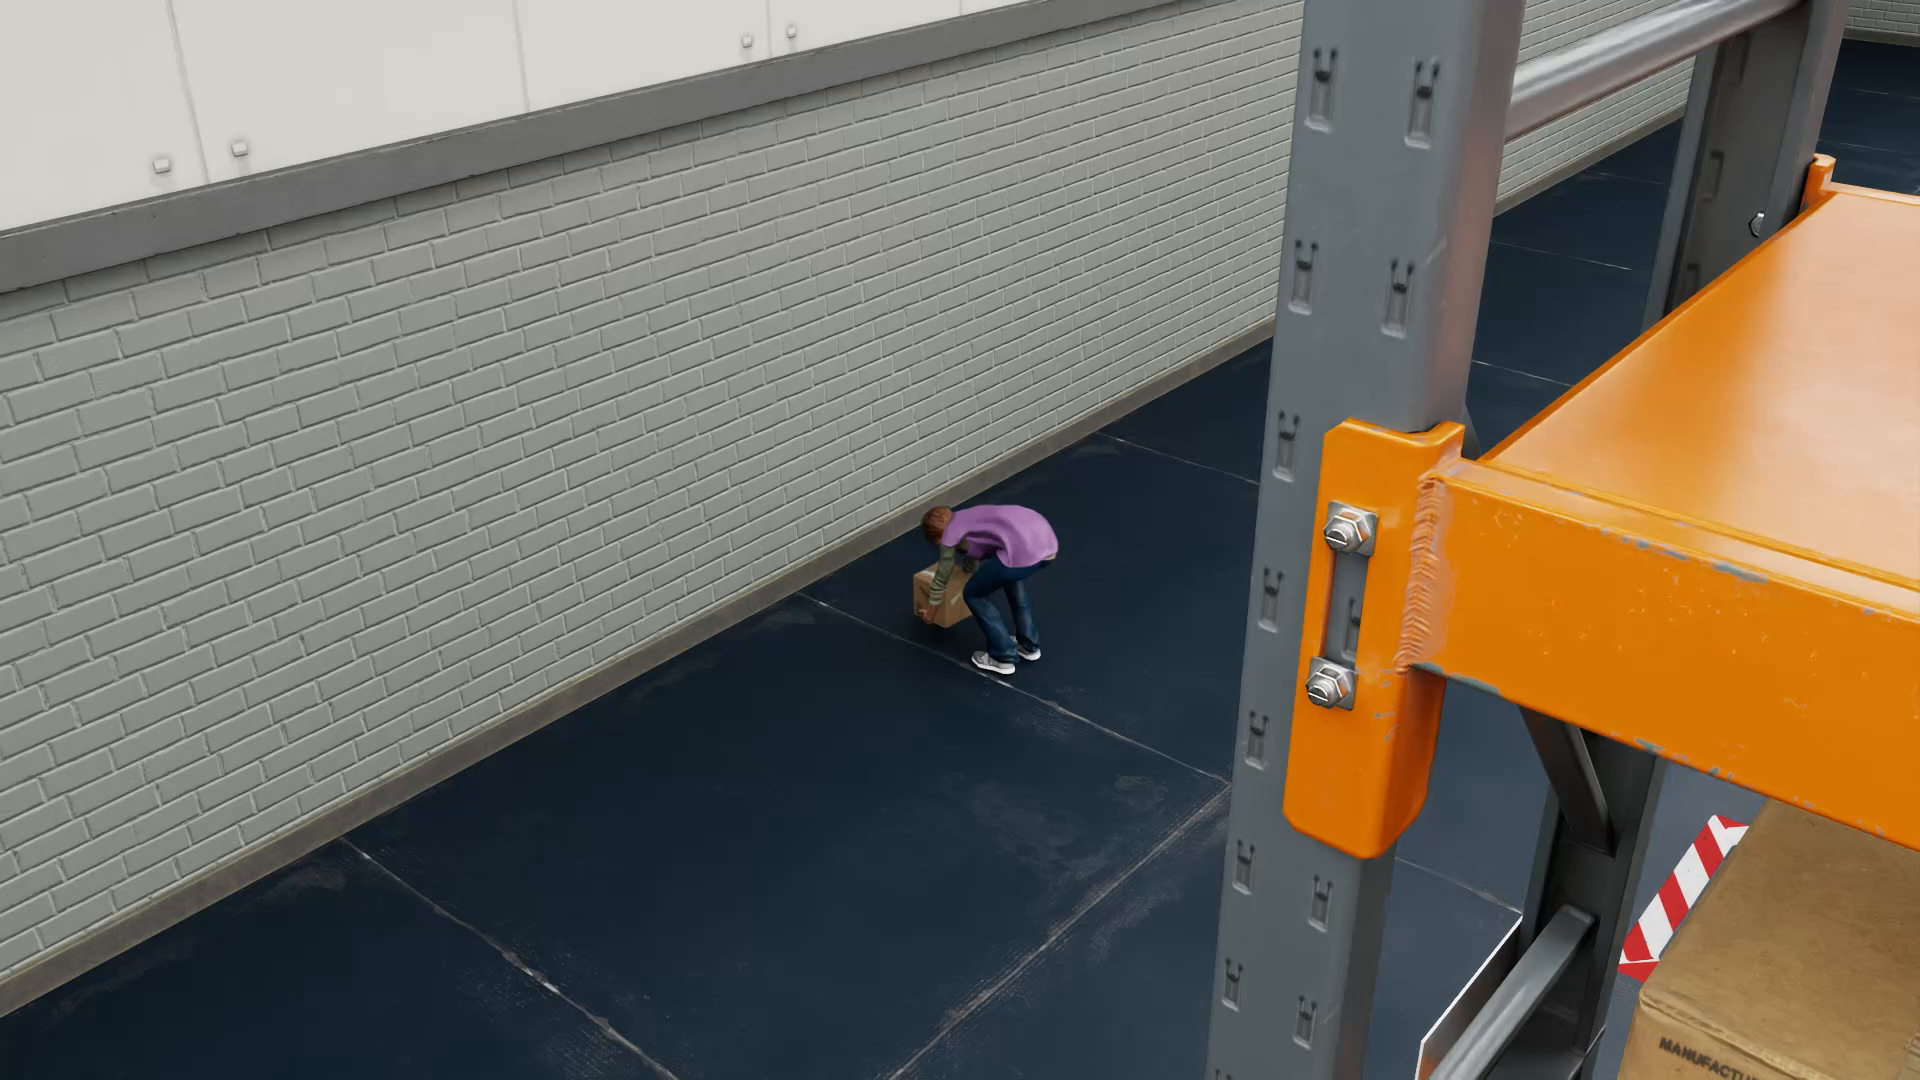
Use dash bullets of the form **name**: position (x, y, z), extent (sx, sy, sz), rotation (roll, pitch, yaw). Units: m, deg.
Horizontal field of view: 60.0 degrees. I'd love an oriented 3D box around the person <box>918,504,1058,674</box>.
- **person**: position (0.131, 0.218, 8.980), extent (0.860, 0.886, 0.416), rotation (21, 35, 35)
